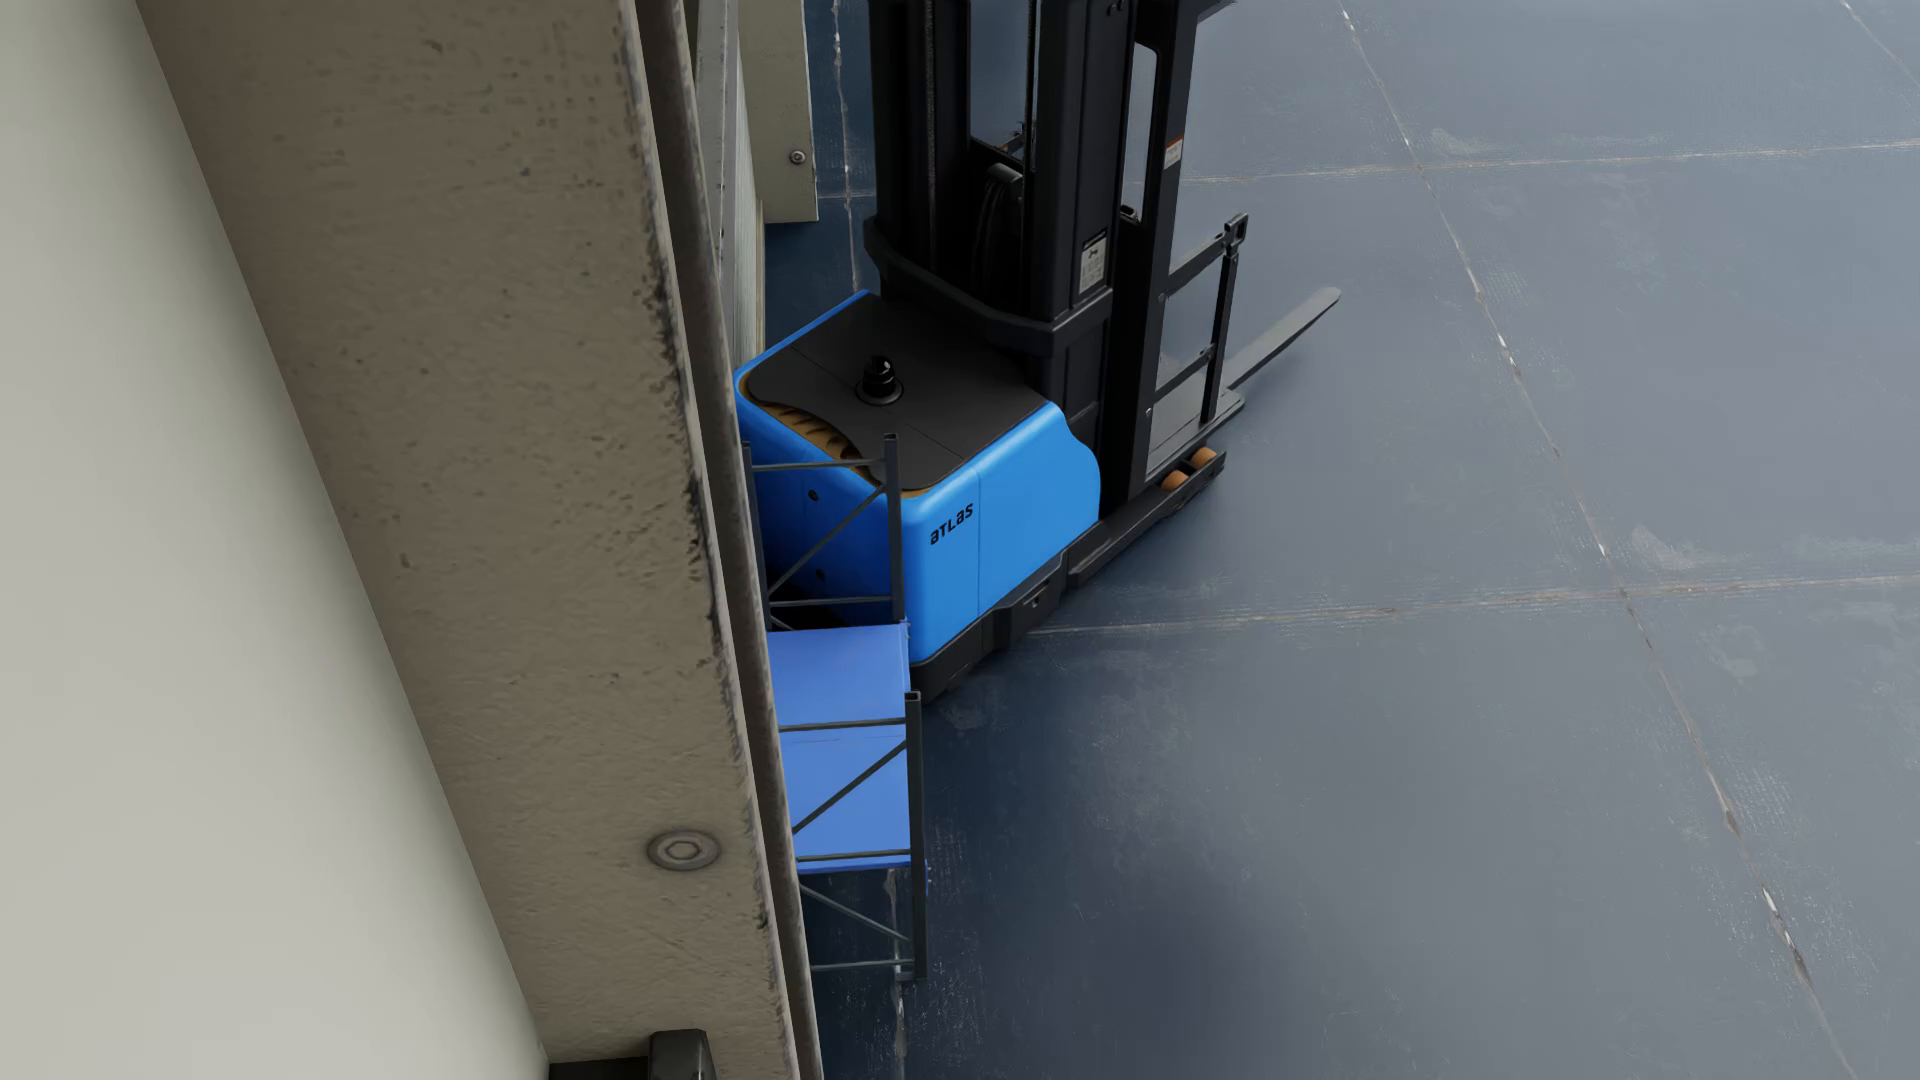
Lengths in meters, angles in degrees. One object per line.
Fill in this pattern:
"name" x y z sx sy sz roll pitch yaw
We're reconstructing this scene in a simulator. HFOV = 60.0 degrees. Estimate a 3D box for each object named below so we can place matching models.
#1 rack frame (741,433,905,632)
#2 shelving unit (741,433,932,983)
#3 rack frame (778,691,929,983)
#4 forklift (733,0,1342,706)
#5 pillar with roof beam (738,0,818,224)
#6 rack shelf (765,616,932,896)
"rack frame" -0.439 0.210 5.655 0.500 1.500 0.032 -3 47 -3
"shelving unit" -0.397 0.578 5.306 0.538 1.500 1.048 -3 47 -3
"rack frame" -0.354 0.946 4.958 0.500 1.500 0.032 -3 47 -3
"forklift" 0.481 -1.365 6.161 1.130 2.935 3.031 34 55 28
"pillar with roof beam" 3.402 -5.106 5.525 9.100 9.000 0.400 -3 47 -3
"rack shelf" -0.397 0.701 5.437 0.538 0.185 1.000 -3 47 -3
